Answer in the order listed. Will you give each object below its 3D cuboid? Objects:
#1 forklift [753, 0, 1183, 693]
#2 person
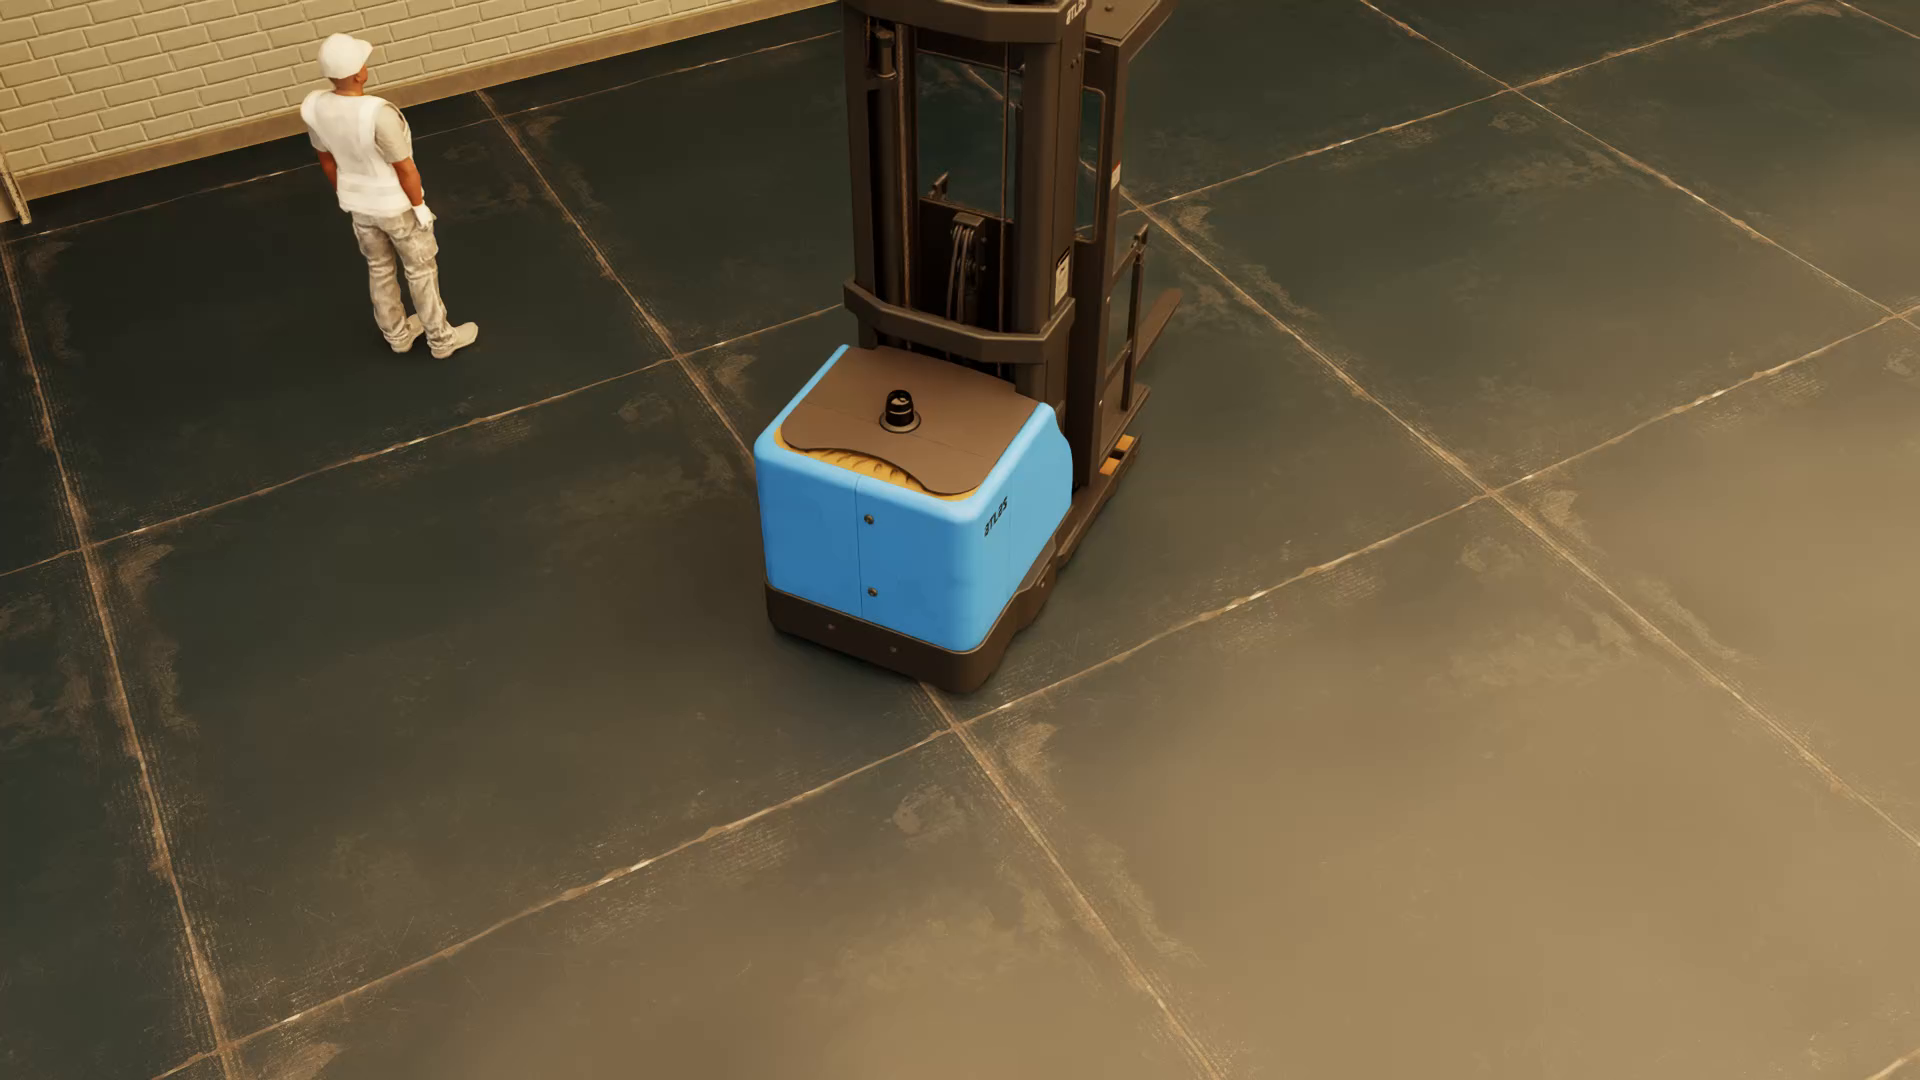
[{"bbox_3d":[0.242,-1.432,7.242,1.130,2.935,3.031,18,46,19],"label":"forklift"},{"bbox_3d":[-2.903,-1.721,8.397,0.535,1.790,0.384,13,44,14],"label":"person"}]
